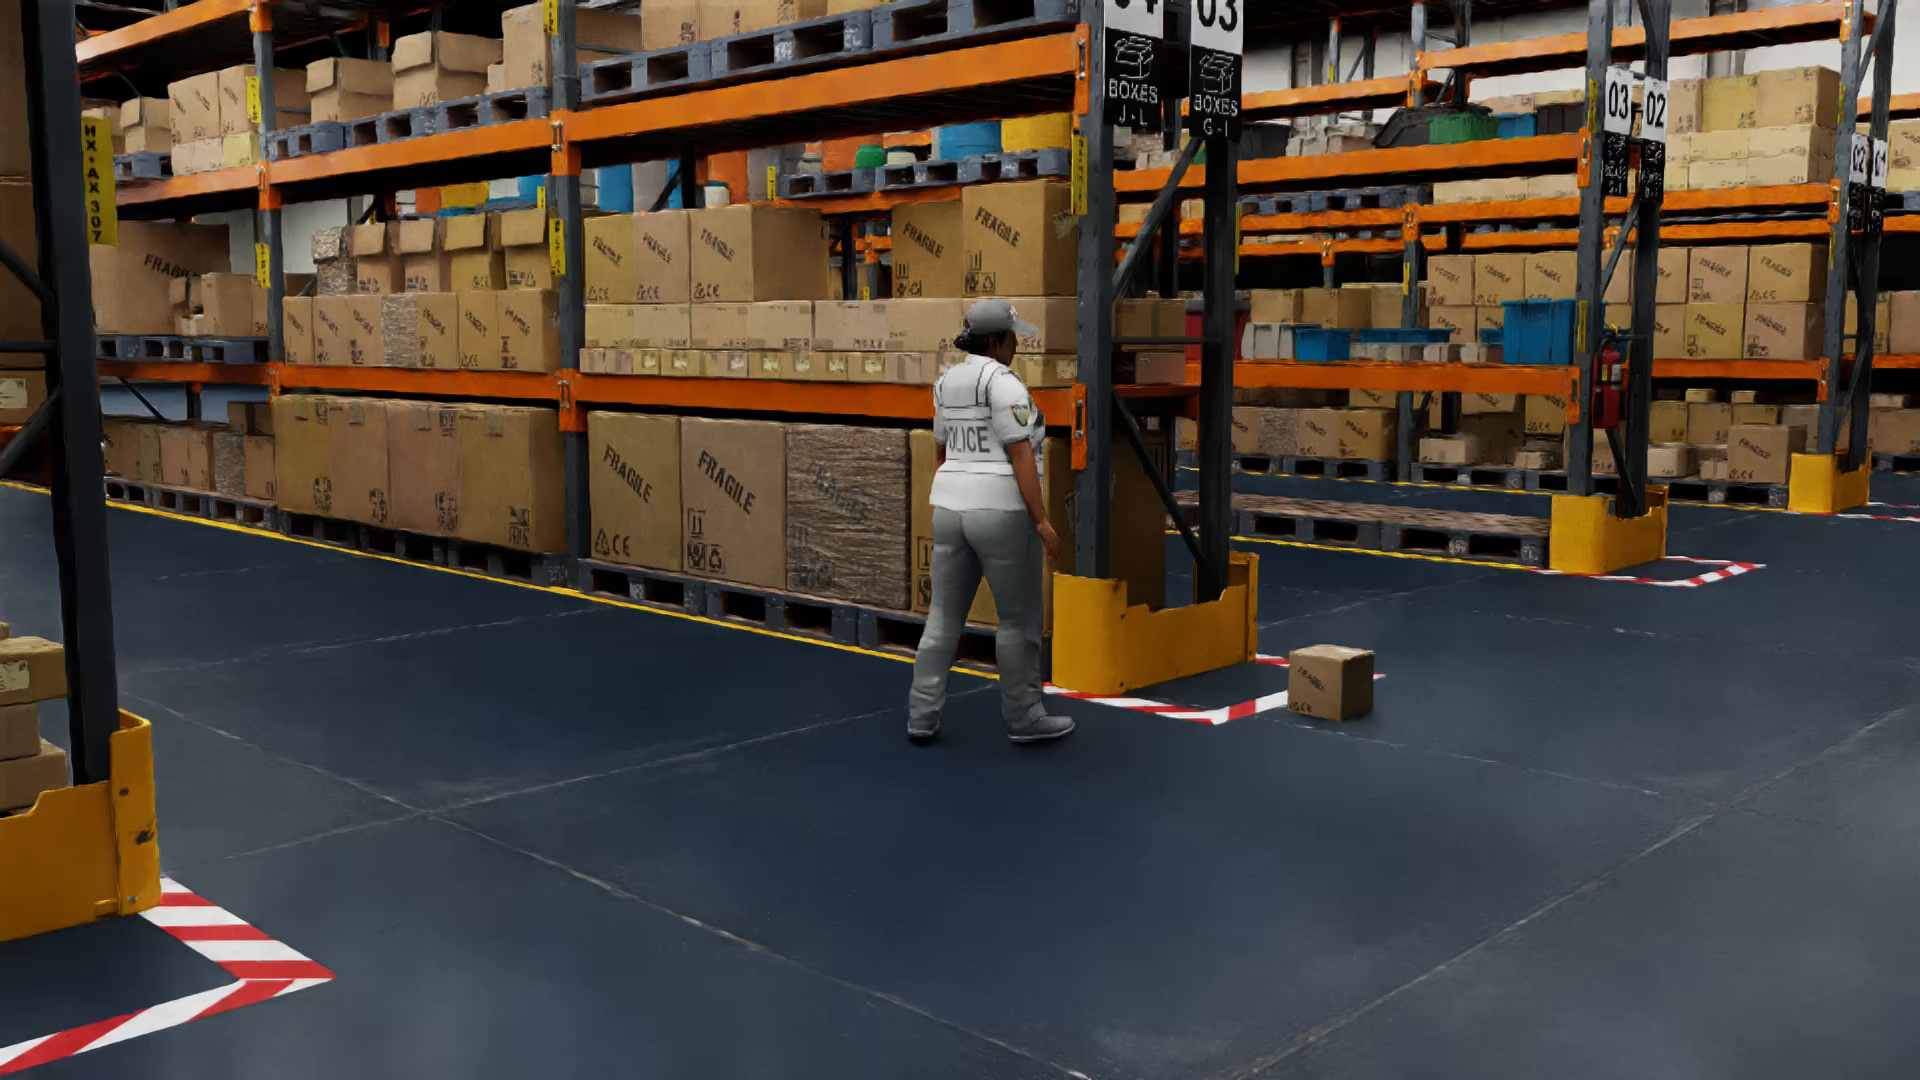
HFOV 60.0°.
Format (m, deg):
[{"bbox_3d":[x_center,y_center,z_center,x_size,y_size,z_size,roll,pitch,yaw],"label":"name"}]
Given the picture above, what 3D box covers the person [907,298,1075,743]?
[{"bbox_3d":[0.133,-0.074,6.236,0.554,1.652,0.671,-6,9,-41],"label":"person"}]
